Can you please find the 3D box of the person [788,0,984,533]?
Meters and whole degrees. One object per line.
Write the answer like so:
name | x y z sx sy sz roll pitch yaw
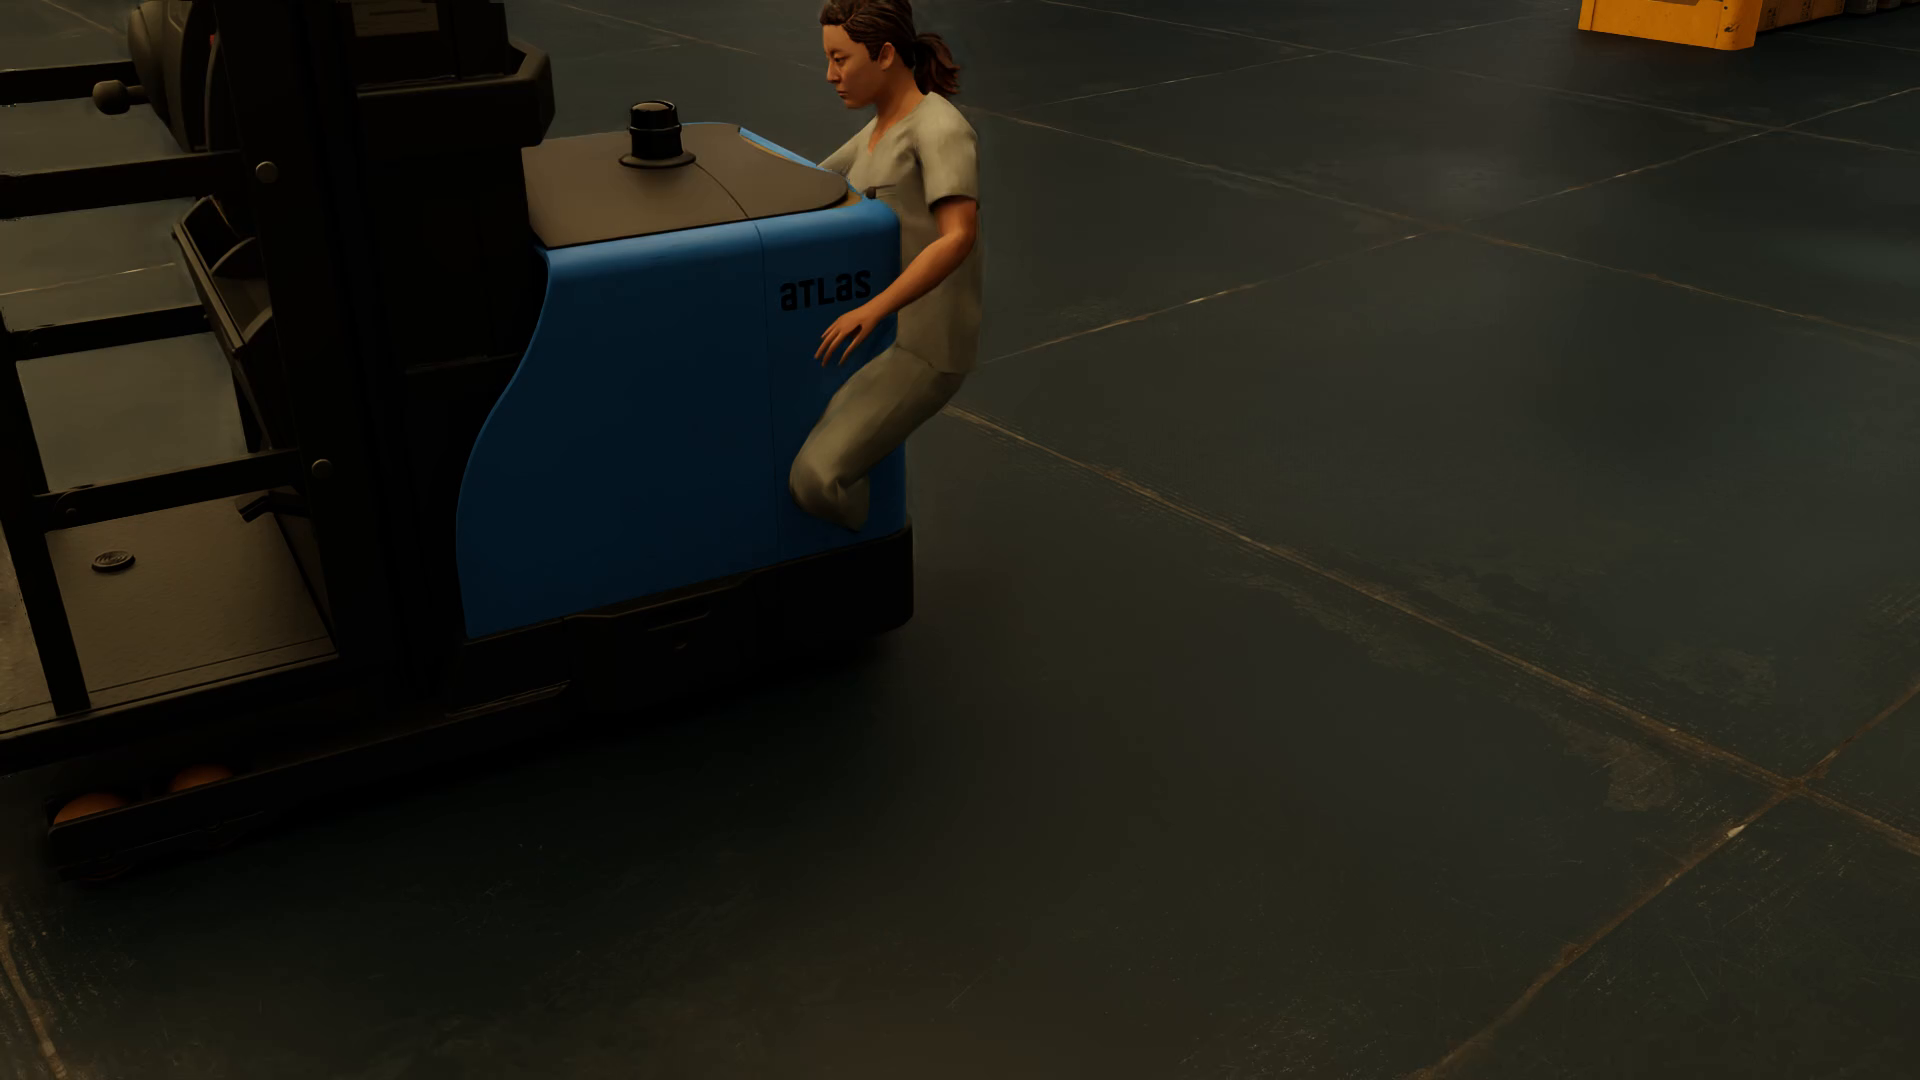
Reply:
person | -0.320 -0.477 3.782 0.727 1.496 0.772 -13 29 -25

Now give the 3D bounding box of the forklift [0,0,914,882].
forklift | -1.649 -0.929 3.076 3.031 2.935 1.130 -14 30 -26
